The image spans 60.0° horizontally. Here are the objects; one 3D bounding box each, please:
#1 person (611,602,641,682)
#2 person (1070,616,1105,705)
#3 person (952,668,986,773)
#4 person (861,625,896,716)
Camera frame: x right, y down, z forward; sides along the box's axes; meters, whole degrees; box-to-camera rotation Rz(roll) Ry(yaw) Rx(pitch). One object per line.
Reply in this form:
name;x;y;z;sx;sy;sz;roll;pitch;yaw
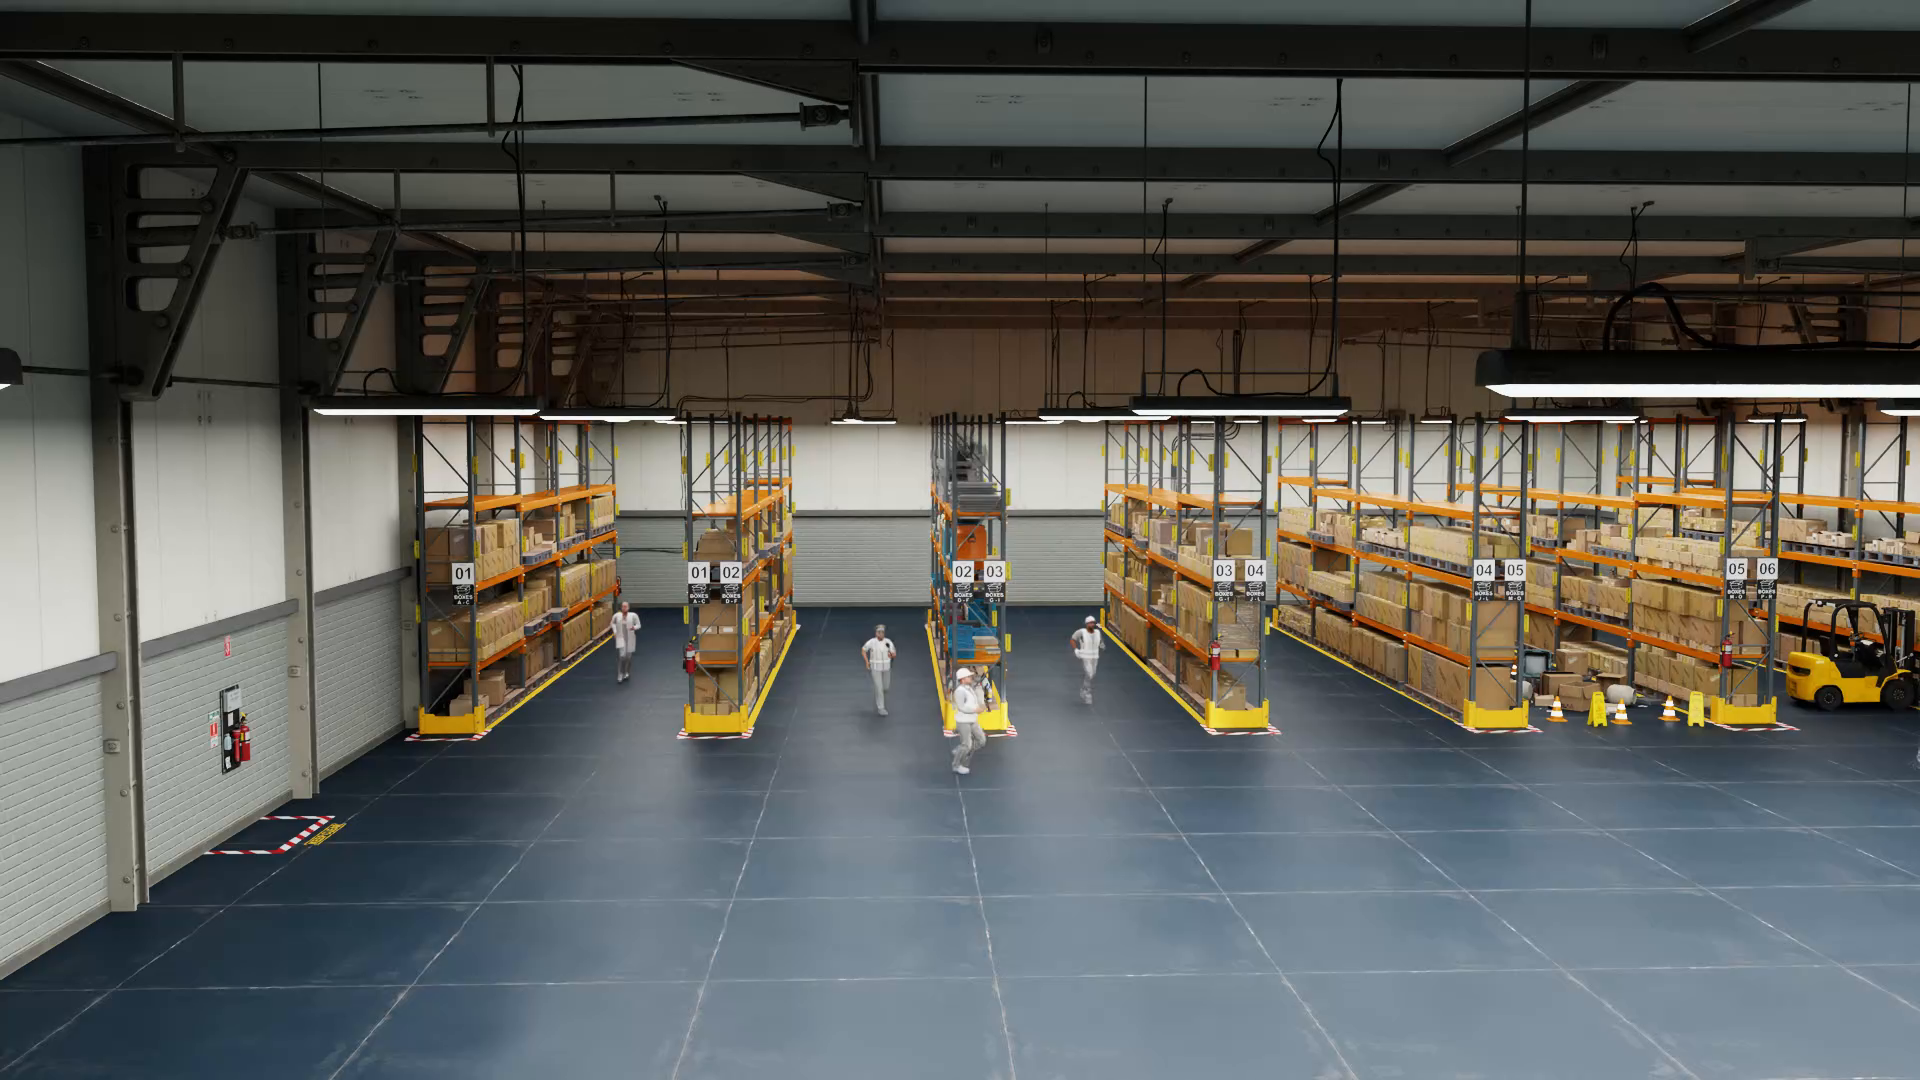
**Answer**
person;-7.528;2.303;37.497;0.671;1.815;0.776;-1;4;-11
person;2.692;2.493;34.496;0.655;1.841;0.776;-2;4;-29
person;0.153;2.978;27.462;0.602;1.732;0.643;2;4;22
person;-1.585;2.565;33.188;0.669;1.753;0.941;-2;4;-22
